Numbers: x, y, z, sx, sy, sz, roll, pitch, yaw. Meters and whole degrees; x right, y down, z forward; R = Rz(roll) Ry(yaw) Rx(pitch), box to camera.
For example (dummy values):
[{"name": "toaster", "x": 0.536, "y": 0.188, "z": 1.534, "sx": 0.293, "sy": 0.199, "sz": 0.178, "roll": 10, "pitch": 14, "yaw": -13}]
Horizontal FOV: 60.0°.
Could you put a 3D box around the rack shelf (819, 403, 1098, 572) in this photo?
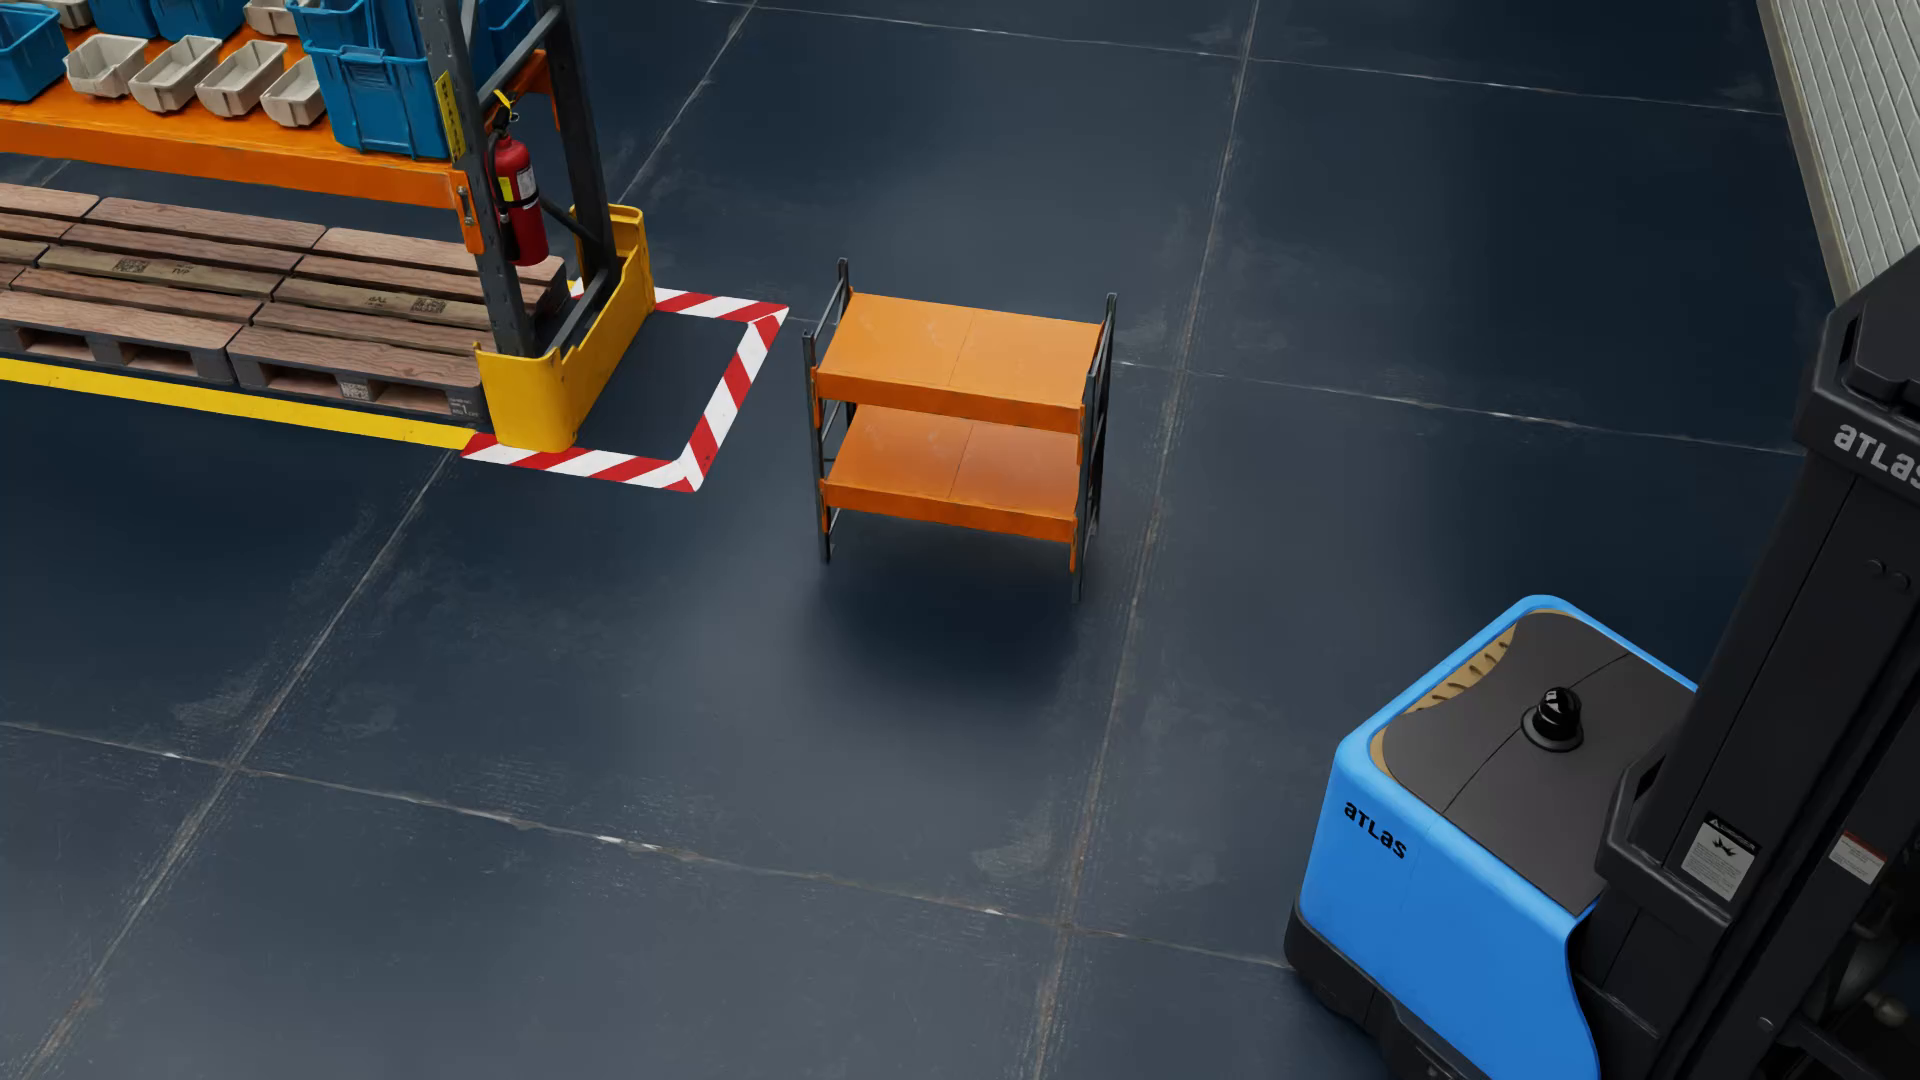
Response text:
[{"name": "rack shelf", "x": 0.007, "y": -0.228, "z": 6.528, "sx": 1.000, "sy": 0.278, "sz": 0.538, "roll": 9, "pitch": 45, "yaw": 9}]

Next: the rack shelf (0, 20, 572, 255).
[{"name": "rack shelf", "x": -3.706, "y": -1.904, "z": 7.083, "sx": 4.000, "sy": 0.370, "sz": 1.077, "roll": 9, "pitch": 45, "yaw": 9}]

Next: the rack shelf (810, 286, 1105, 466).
[{"name": "rack shelf", "x": 0.007, "y": -0.615, "z": 6.156, "sx": 1.000, "sy": 0.278, "sz": 0.538, "roll": 9, "pitch": 45, "yaw": 9}]

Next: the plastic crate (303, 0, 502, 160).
[{"name": "plastic crate", "x": -2.122, "y": -1.819, "z": 6.408, "sx": 0.499, "sy": 0.435, "sz": 0.616, "roll": 9, "pitch": 45, "yaw": 9}]

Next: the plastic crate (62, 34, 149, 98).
[{"name": "plastic crate", "x": -3.439, "y": -1.899, "z": 6.707, "sx": 0.250, "sy": 0.136, "sz": 0.298, "roll": 9, "pitch": 45, "yaw": 9}]

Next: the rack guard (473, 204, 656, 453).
[{"name": "rack guard", "x": -1.728, "y": -0.964, "z": 7.391, "sx": 0.348, "sy": 0.500, "sz": 1.175, "roll": 9, "pitch": 45, "yaw": 9}]

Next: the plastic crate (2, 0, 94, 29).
[{"name": "plastic crate", "x": -3.893, "y": -2.332, "z": 7.157, "sx": 0.466, "sy": 0.136, "sz": 0.293, "roll": 9, "pitch": 45, "yaw": 9}]

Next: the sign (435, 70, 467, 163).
[{"name": "sign", "x": -1.858, "y": -1.544, "z": 6.073, "sx": 0.005, "sy": 0.325, "sz": 0.100, "roll": 9, "pitch": 45, "yaw": 9}]

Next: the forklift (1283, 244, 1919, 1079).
[{"name": "forklift", "x": 2.373, "y": 0.850, "z": 3.754, "sx": 1.130, "sy": 2.935, "sz": 3.031, "roll": -31, "pitch": 52, "yaw": -28}]

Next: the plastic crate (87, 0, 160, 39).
[{"name": "plastic crate", "x": -3.501, "y": -2.326, "z": 7.081, "sx": 0.300, "sy": 0.233, "sz": 0.416, "roll": 9, "pitch": 45, "yaw": 9}]

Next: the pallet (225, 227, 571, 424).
[{"name": "pallet", "x": -2.550, "y": -1.006, "z": 7.643, "sx": 1.213, "sy": 0.211, "sz": 1.003, "roll": 9, "pitch": 45, "yaw": 9}]

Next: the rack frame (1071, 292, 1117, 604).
[{"name": "rack frame", "x": 0.503, "y": -0.327, "z": 6.279, "sx": 0.032, "sy": 1.125, "sz": 0.500, "roll": 9, "pitch": 45, "yaw": 9}]

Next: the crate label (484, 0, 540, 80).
[{"name": "crate label", "x": -1.923, "y": -2.081, "z": 6.827, "sx": 0.303, "sy": 0.233, "sz": 0.416, "roll": 9, "pitch": 45, "yaw": 9}]

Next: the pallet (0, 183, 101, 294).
[{"name": "pallet", "x": -4.932, "y": -1.376, "z": 8.027, "sx": 1.213, "sy": 0.211, "sz": 1.003, "roll": 9, "pitch": 45, "yaw": 9}]

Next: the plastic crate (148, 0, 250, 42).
[{"name": "plastic crate", "x": -3.208, "y": -2.281, "z": 7.034, "sx": 0.300, "sy": 0.233, "sz": 0.416, "roll": 9, "pitch": 45, "yaw": 9}]

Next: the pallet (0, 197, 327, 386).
[{"name": "pallet", "x": -3.737, "y": -1.193, "z": 7.837, "sx": 1.213, "sy": 0.211, "sz": 1.003, "roll": 9, "pitch": 45, "yaw": 9}]

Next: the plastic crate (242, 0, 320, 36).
[{"name": "plastic crate", "x": -2.880, "y": -2.254, "z": 7.076, "sx": 0.298, "sy": 0.136, "sz": 0.250, "roll": 9, "pitch": 45, "yaw": 9}]

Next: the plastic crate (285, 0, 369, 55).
[{"name": "plastic crate", "x": -2.566, "y": -2.181, "z": 6.930, "sx": 0.300, "sy": 0.233, "sz": 0.416, "roll": 9, "pitch": 45, "yaw": 9}]

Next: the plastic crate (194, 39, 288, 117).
[{"name": "plastic crate", "x": -2.869, "y": -1.841, "z": 6.647, "sx": 0.243, "sy": 0.136, "sz": 0.396, "roll": 9, "pitch": 45, "yaw": 9}]

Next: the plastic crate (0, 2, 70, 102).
[{"name": "plastic crate", "x": -3.814, "y": -1.959, "z": 6.699, "sx": 0.300, "sy": 0.233, "sz": 0.416, "roll": 9, "pitch": 45, "yaw": 9}]

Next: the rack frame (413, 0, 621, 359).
[{"name": "rack frame", "x": -1.754, "y": -1.860, "z": 6.519, "sx": 0.127, "sy": 3.000, "sz": 1.000, "roll": 9, "pitch": 45, "yaw": 9}]

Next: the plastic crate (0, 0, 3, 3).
[{"name": "plastic crate", "x": -4.208, "y": -2.089, "z": 6.799, "sx": 0.530, "sy": 0.282, "sz": 0.437, "roll": 9, "pitch": 45, "yaw": 9}]

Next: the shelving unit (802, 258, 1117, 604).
[{"name": "shelving unit", "x": 0.007, "y": -0.404, "z": 6.359, "sx": 1.048, "sy": 1.125, "sz": 0.538, "roll": 9, "pitch": 45, "yaw": 9}]

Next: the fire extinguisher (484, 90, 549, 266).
[{"name": "fire extinguisher", "x": -1.706, "y": -1.367, "z": 6.332, "sx": 0.183, "sy": 0.674, "sz": 0.296, "roll": 9, "pitch": 45, "yaw": 9}]

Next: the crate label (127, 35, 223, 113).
[{"name": "crate label", "x": -3.146, "y": -1.867, "z": 6.673, "sx": 0.243, "sy": 0.136, "sz": 0.396, "roll": 9, "pitch": 45, "yaw": 9}]

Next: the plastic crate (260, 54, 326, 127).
[{"name": "plastic crate", "x": -2.590, "y": -1.787, "z": 6.591, "sx": 0.243, "sy": 0.136, "sz": 0.396, "roll": 9, "pitch": 45, "yaw": 9}]

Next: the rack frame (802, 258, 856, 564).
[{"name": "rack frame", "x": -0.489, "y": -0.481, "z": 6.439, "sx": 0.032, "sy": 1.125, "sz": 0.500, "roll": 9, "pitch": 45, "yaw": 9}]
